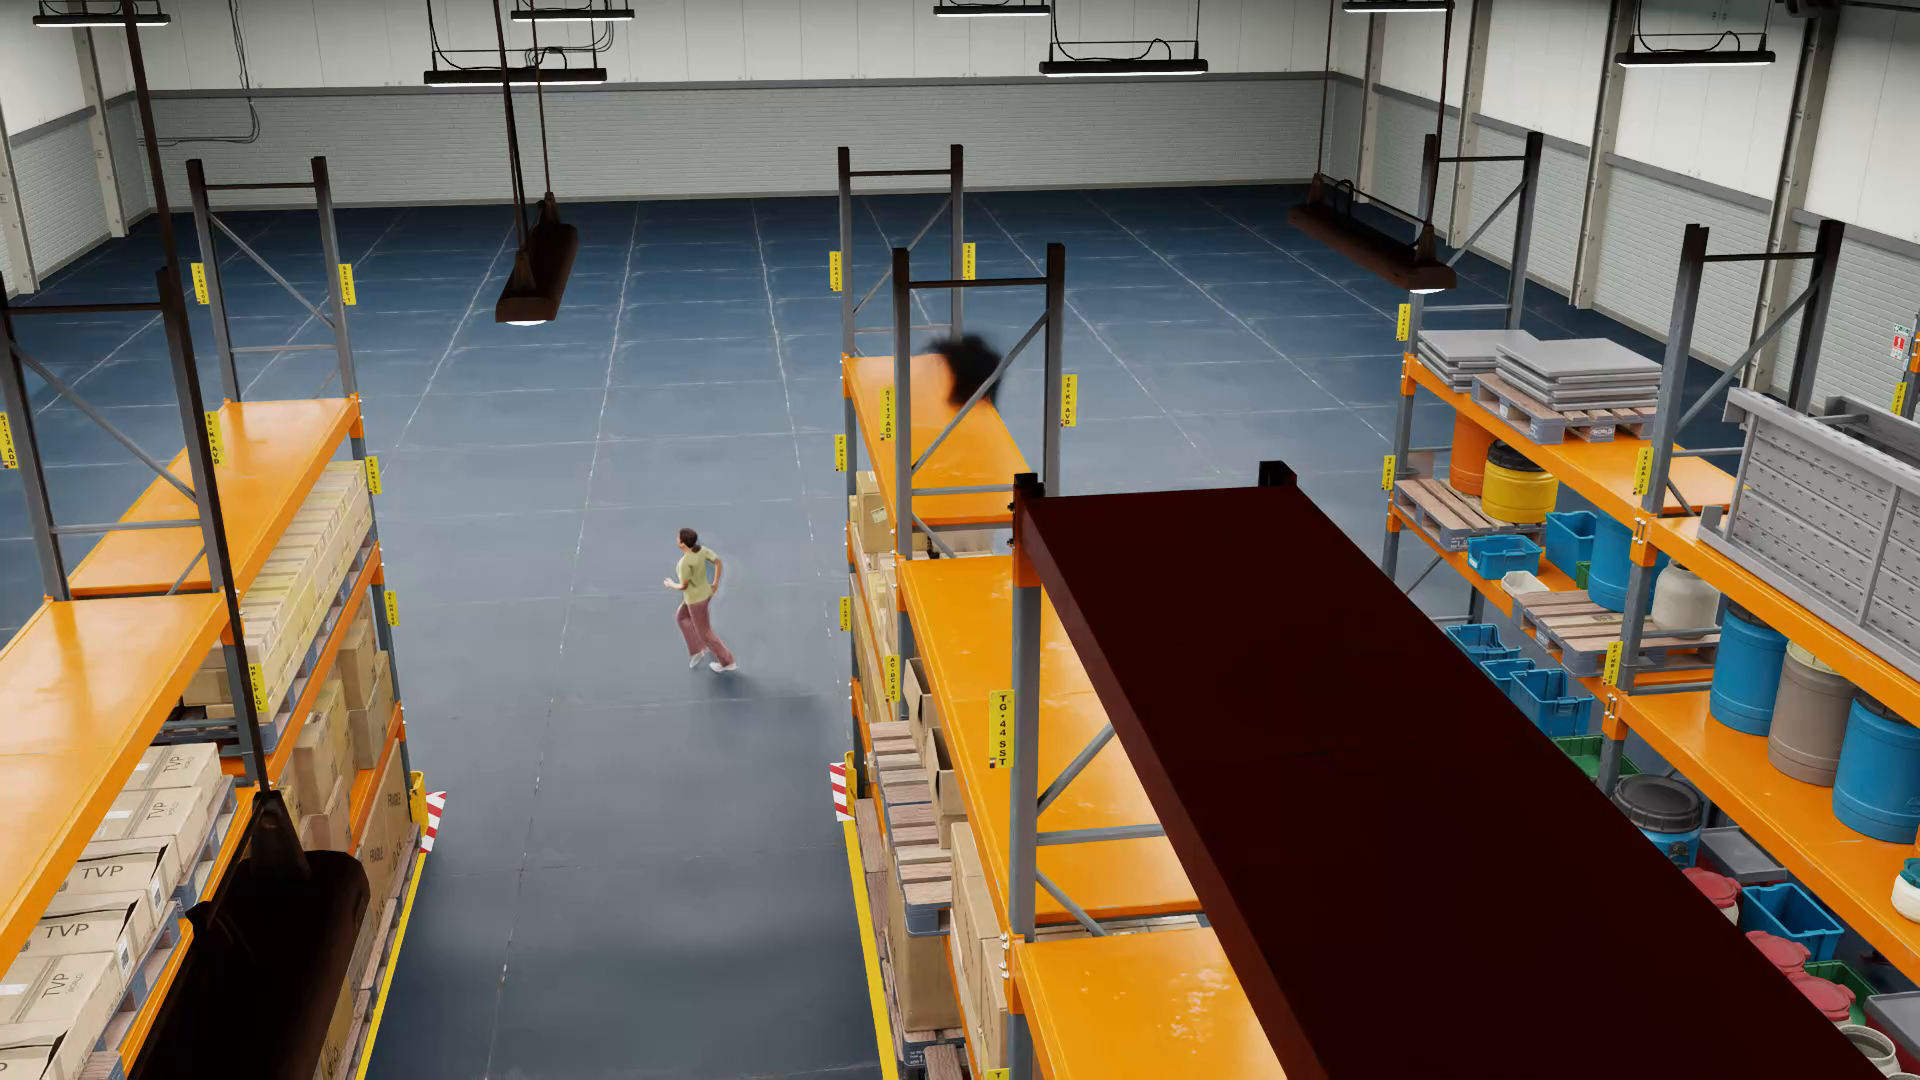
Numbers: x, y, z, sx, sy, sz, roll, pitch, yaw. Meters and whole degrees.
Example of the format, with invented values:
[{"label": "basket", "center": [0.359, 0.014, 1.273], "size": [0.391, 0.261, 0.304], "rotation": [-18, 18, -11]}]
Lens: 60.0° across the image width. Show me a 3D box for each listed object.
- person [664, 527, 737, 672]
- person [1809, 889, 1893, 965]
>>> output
[{"label": "person", "center": [-2.775, 0.661, 17.761], "size": [0.794, 1.671, 0.518], "rotation": [6, 22, 16]}, {"label": "person", "center": [7.029, 2.544, 12.987], "size": [0.558, 1.707, 0.842], "rotation": [-6, 22, -15]}]
